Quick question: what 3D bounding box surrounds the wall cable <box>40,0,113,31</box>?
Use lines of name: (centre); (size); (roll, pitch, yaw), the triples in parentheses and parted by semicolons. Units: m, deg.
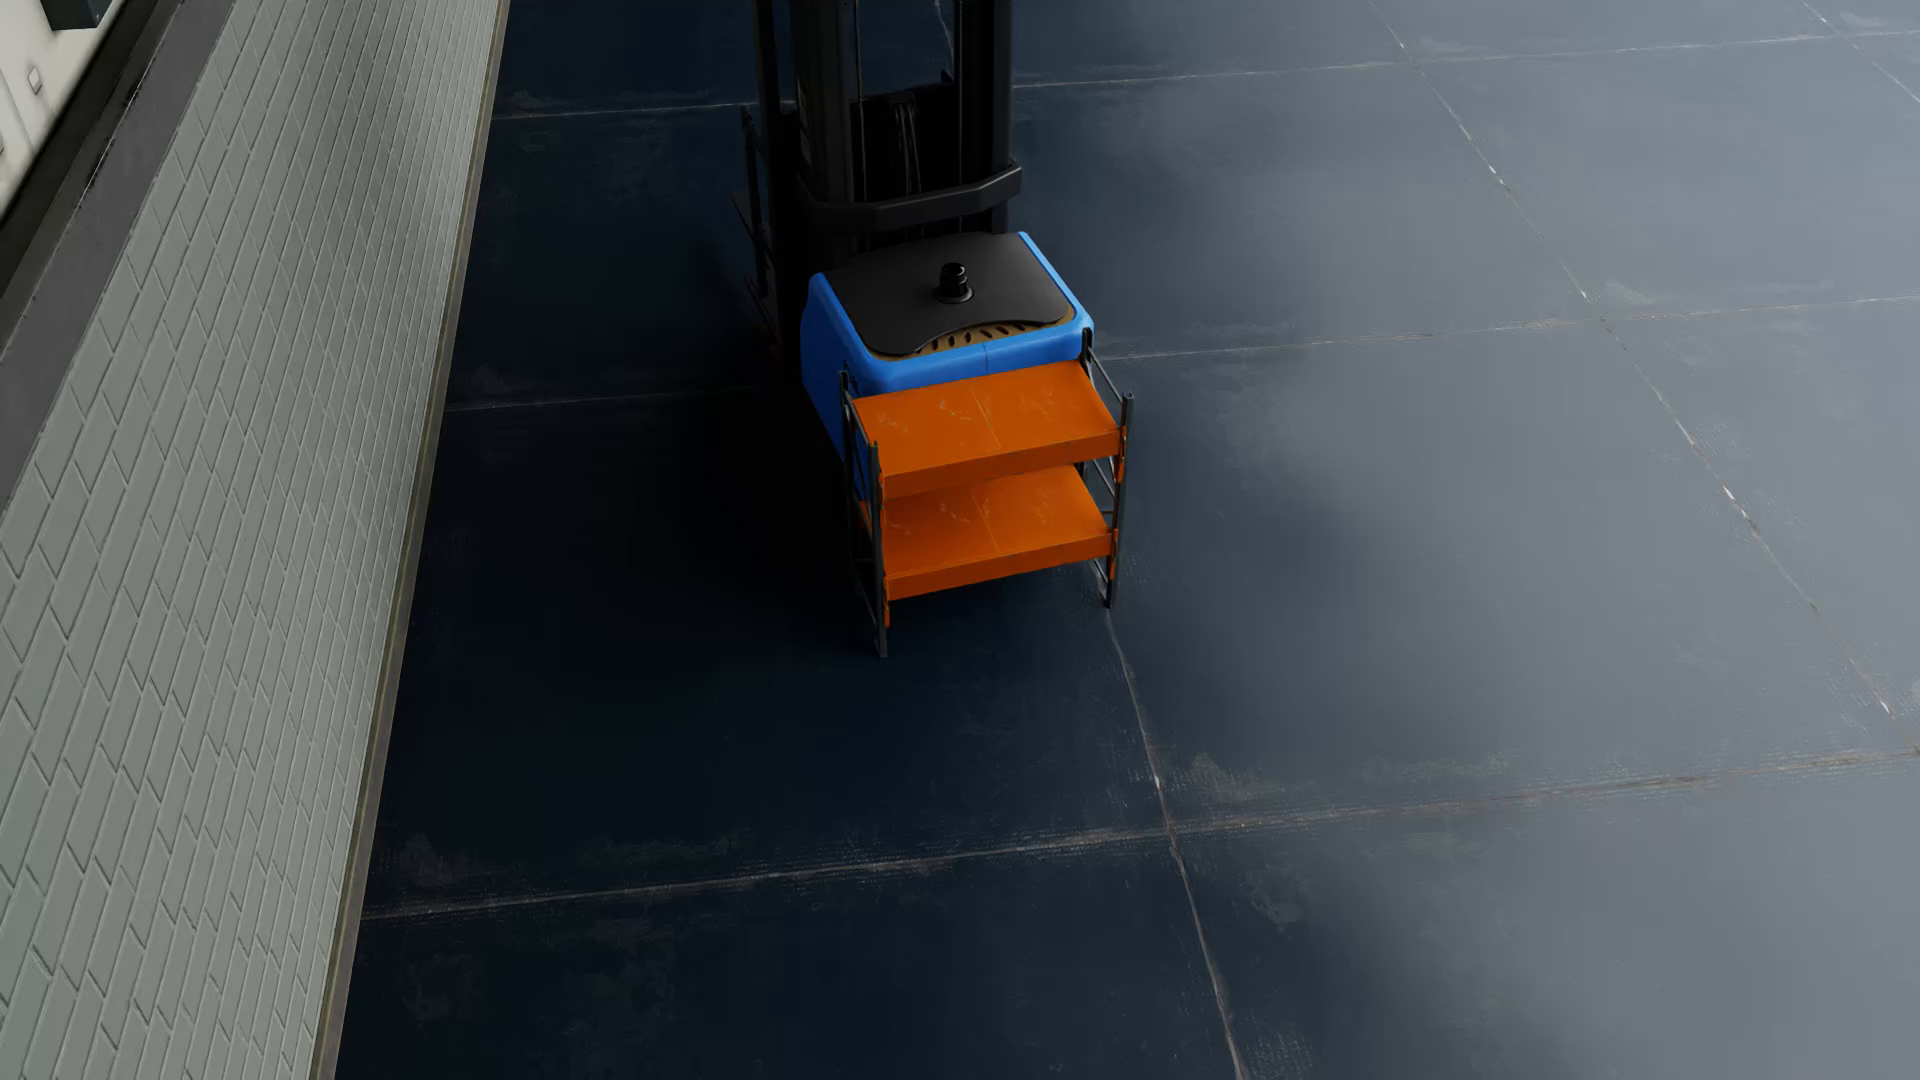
wall cable: (-2.303, -4.246, 2.915); (0.169, 6.003, 2.305); (-5, 42, -6)

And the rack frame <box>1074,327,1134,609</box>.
rack frame: (0.583, -0.286, 6.942); (0.032, 1.125, 0.500); (-12, 43, -12)

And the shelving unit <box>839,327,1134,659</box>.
shelving unit: (0.096, -0.187, 6.832); (1.048, 1.125, 0.538); (-12, 43, -12)

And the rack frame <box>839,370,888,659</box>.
rack frame: (-0.390, -0.087, 6.722); (0.032, 1.125, 0.500); (-12, 43, -12)

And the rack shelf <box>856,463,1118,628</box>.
rack shelf: (0.096, -0.005, 6.996); (1.000, 0.278, 0.538); (-12, 43, -12)

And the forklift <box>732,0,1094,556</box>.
forklift: (-0.422, -1.999, 7.493); (1.130, 2.935, 3.031); (-14, 44, -15)

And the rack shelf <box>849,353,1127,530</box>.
rack shelf: (0.096, -0.404, 6.636); (1.000, 0.278, 0.538); (-12, 43, -12)
